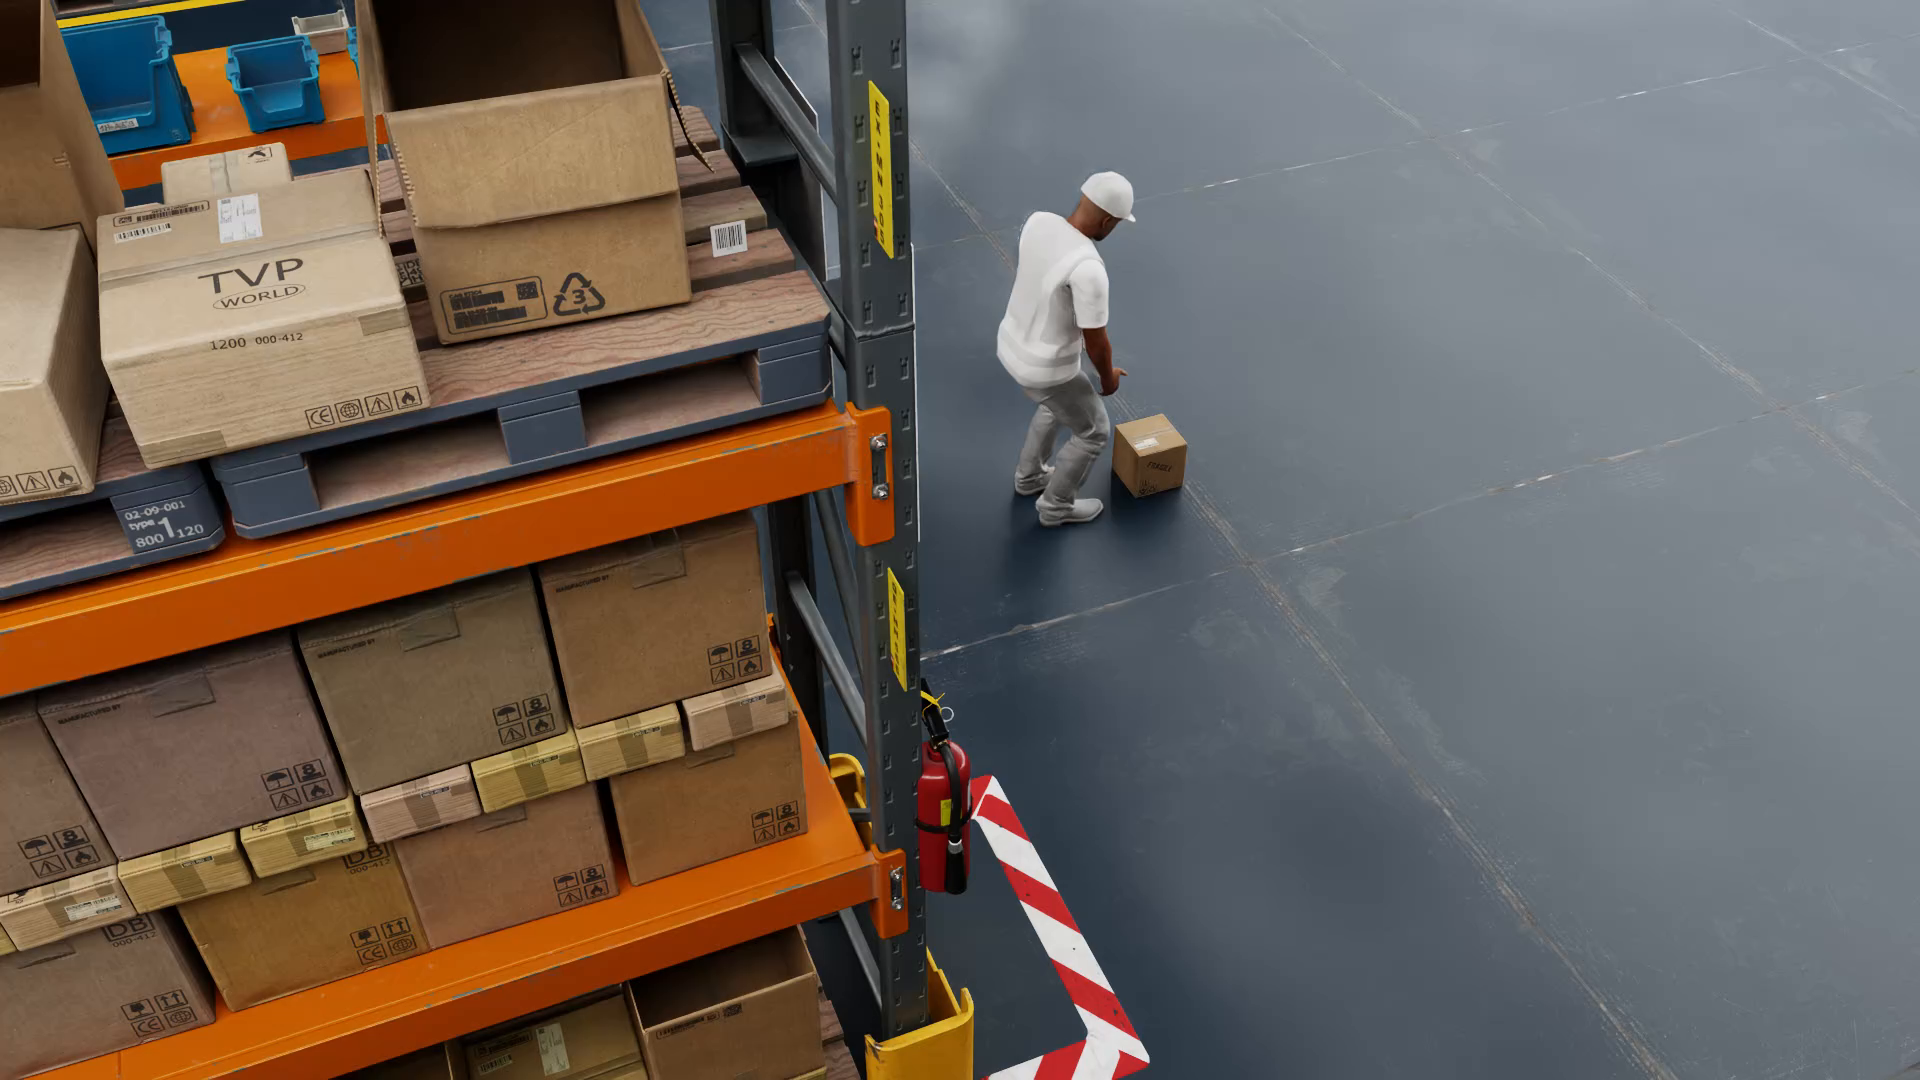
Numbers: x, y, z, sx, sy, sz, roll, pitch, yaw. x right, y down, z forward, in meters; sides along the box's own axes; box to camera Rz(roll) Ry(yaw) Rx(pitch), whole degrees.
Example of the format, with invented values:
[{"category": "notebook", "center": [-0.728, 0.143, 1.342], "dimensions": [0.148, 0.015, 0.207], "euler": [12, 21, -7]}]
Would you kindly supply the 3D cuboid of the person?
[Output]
[{"category": "person", "center": [0.449, -0.821, 7.171], "dimensions": [0.576, 1.633, 0.613], "euler": [-15, 44, -16]}]
